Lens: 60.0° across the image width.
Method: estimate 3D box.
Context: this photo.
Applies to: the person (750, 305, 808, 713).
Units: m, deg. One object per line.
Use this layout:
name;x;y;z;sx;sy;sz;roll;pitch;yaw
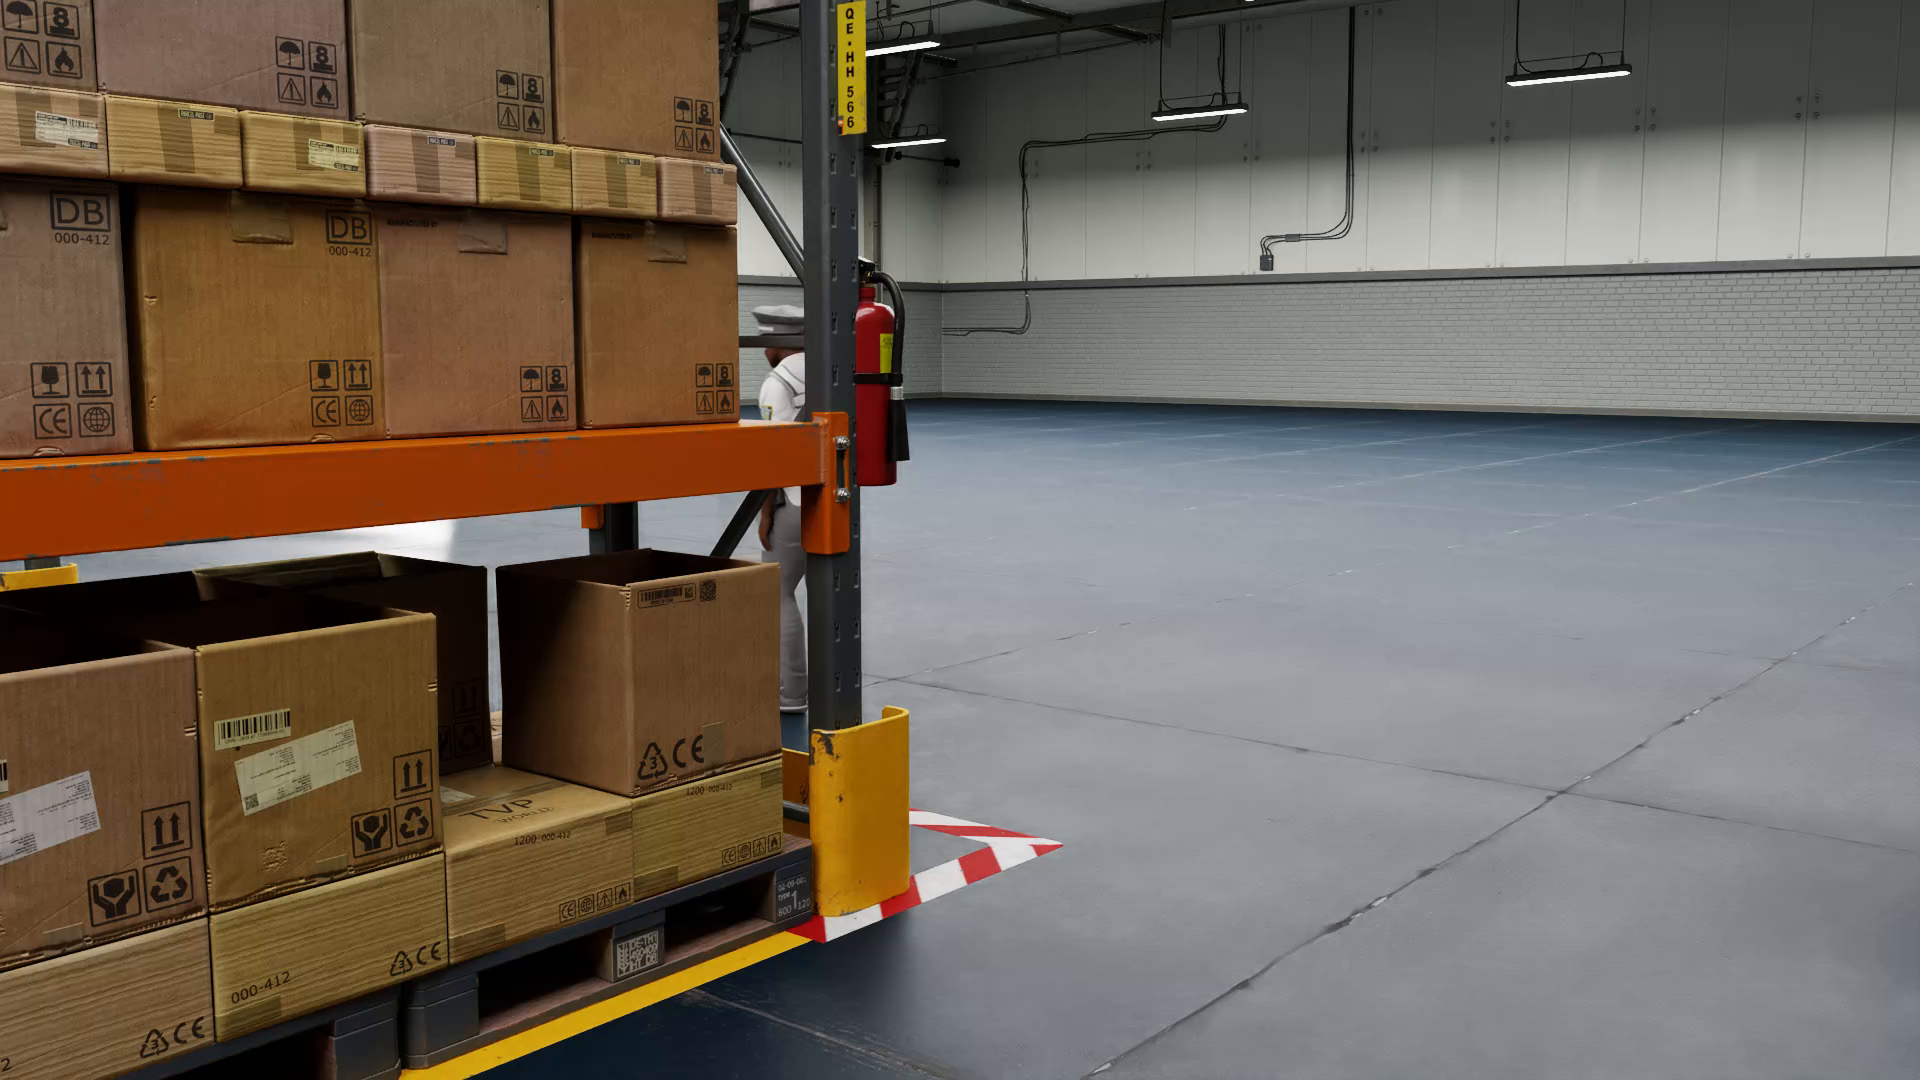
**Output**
person;-0.647;-0.123;6.792;0.427;1.655;0.516;5;8;36
